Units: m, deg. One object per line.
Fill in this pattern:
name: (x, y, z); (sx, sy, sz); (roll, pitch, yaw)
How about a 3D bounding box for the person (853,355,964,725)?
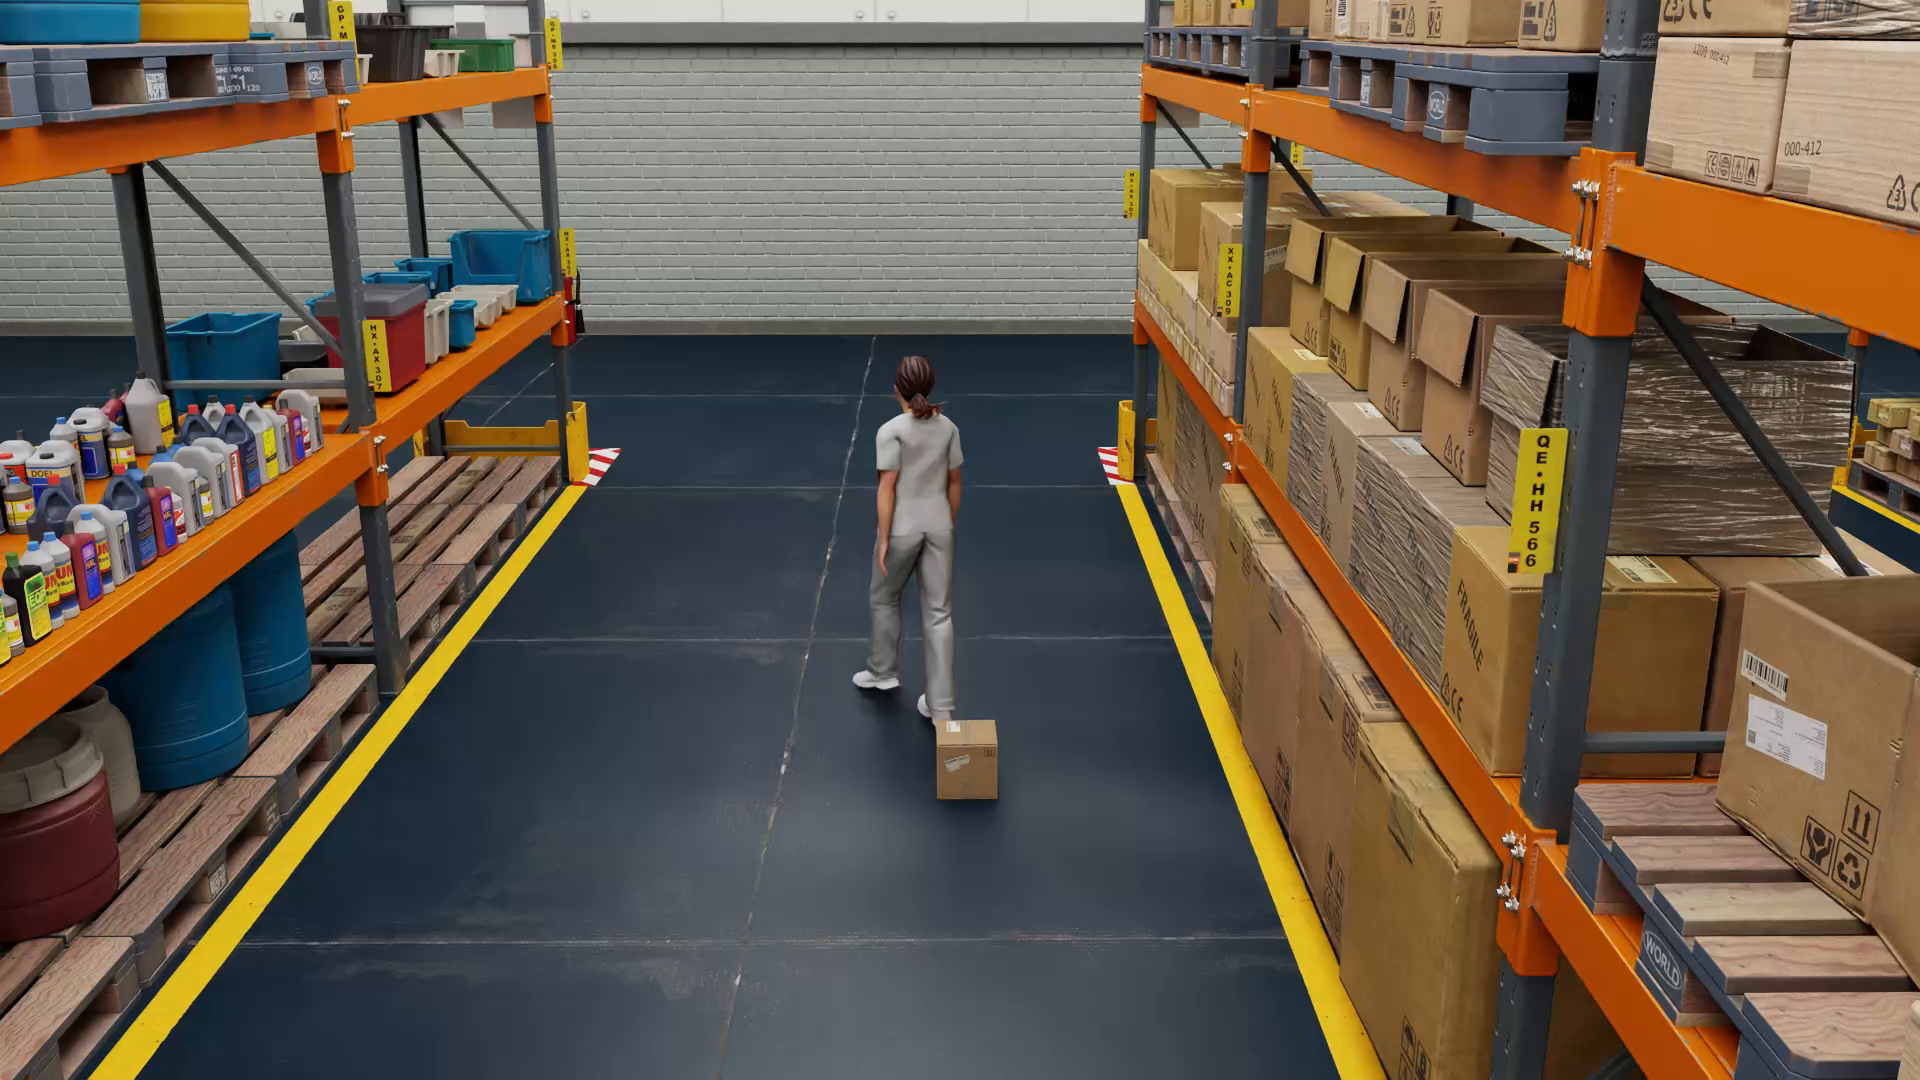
person: (-0.200, -0.013, 7.616); (0.470, 1.662, 0.807); (-7, 18, -20)
